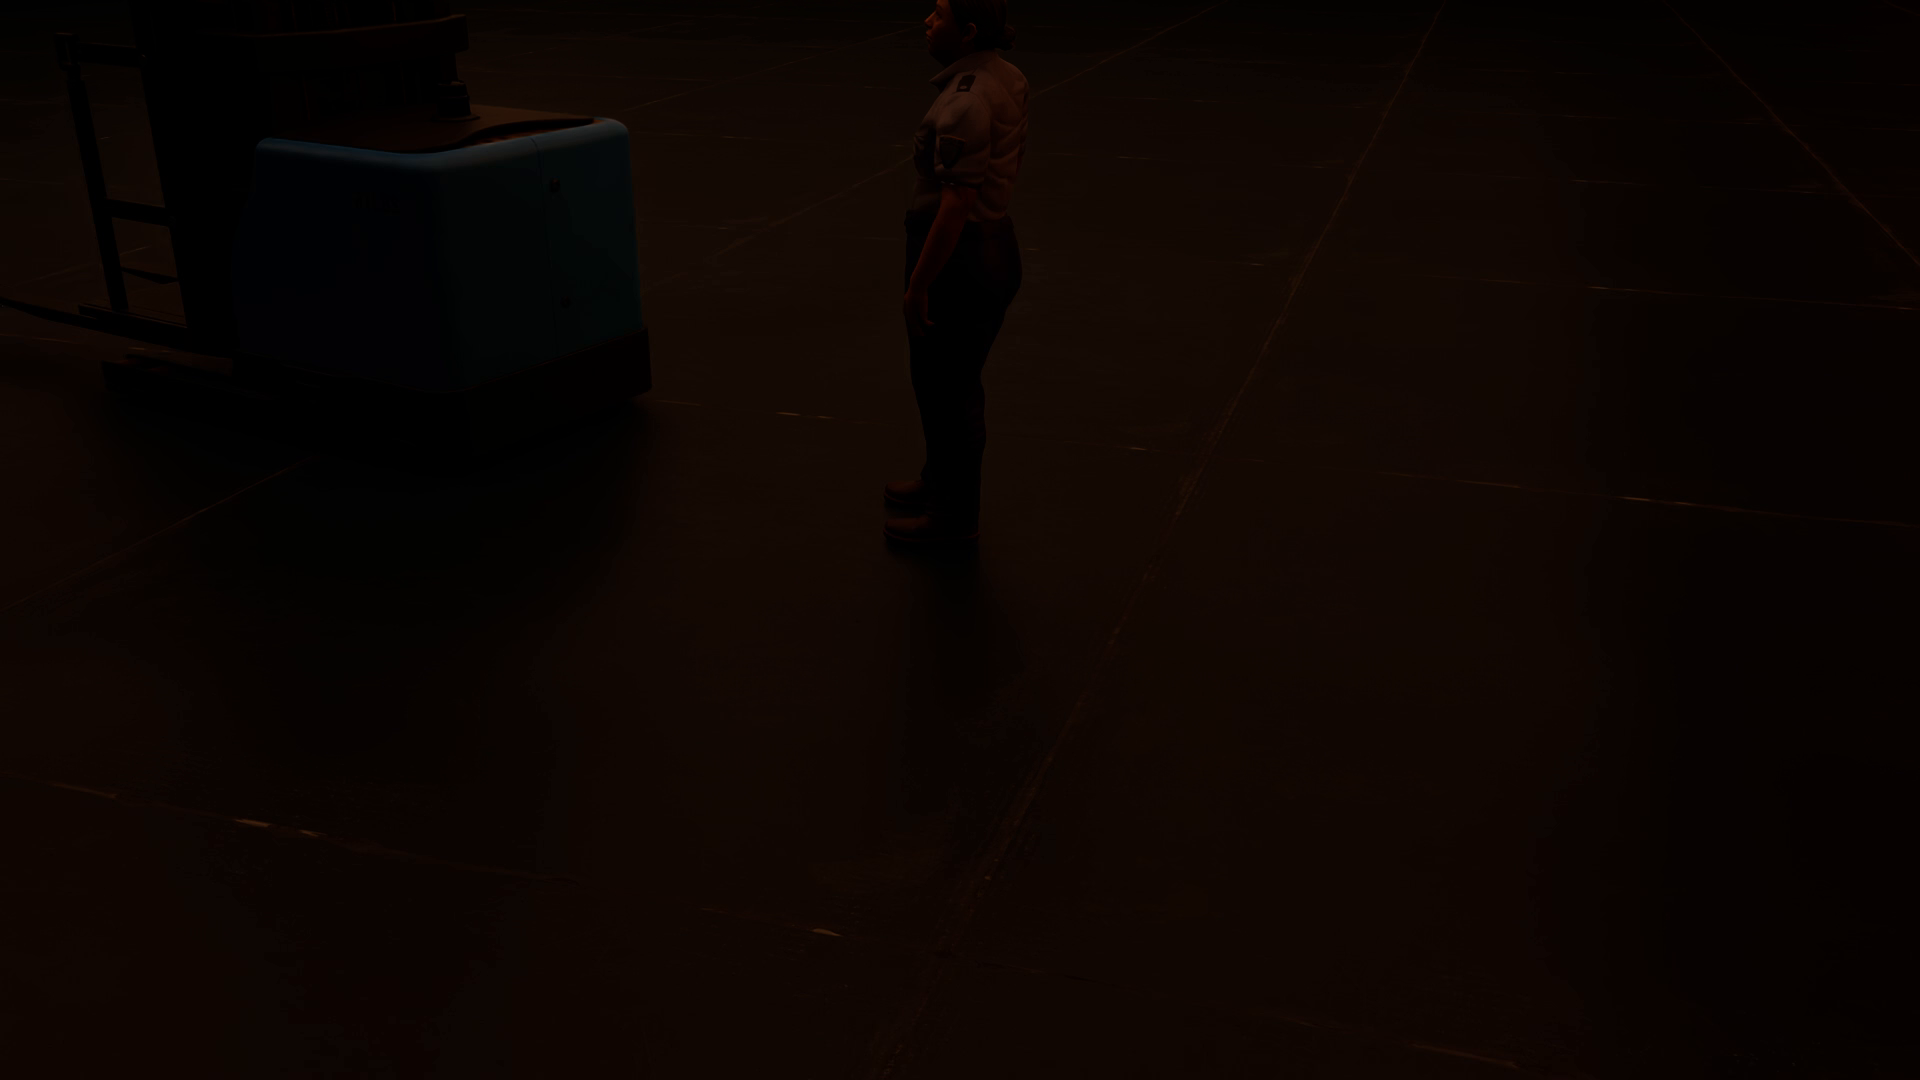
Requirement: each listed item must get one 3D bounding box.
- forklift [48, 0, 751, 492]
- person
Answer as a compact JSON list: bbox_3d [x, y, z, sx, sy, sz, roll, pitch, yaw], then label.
[{"bbox_3d":[-2.294,-1.914,5.917,3.031,2.935,1.130,13,26,29],"label":"forklift"},{"bbox_3d":[-0.141,-0.779,4.934,0.544,1.582,0.669,16,27,34],"label":"person"}]
